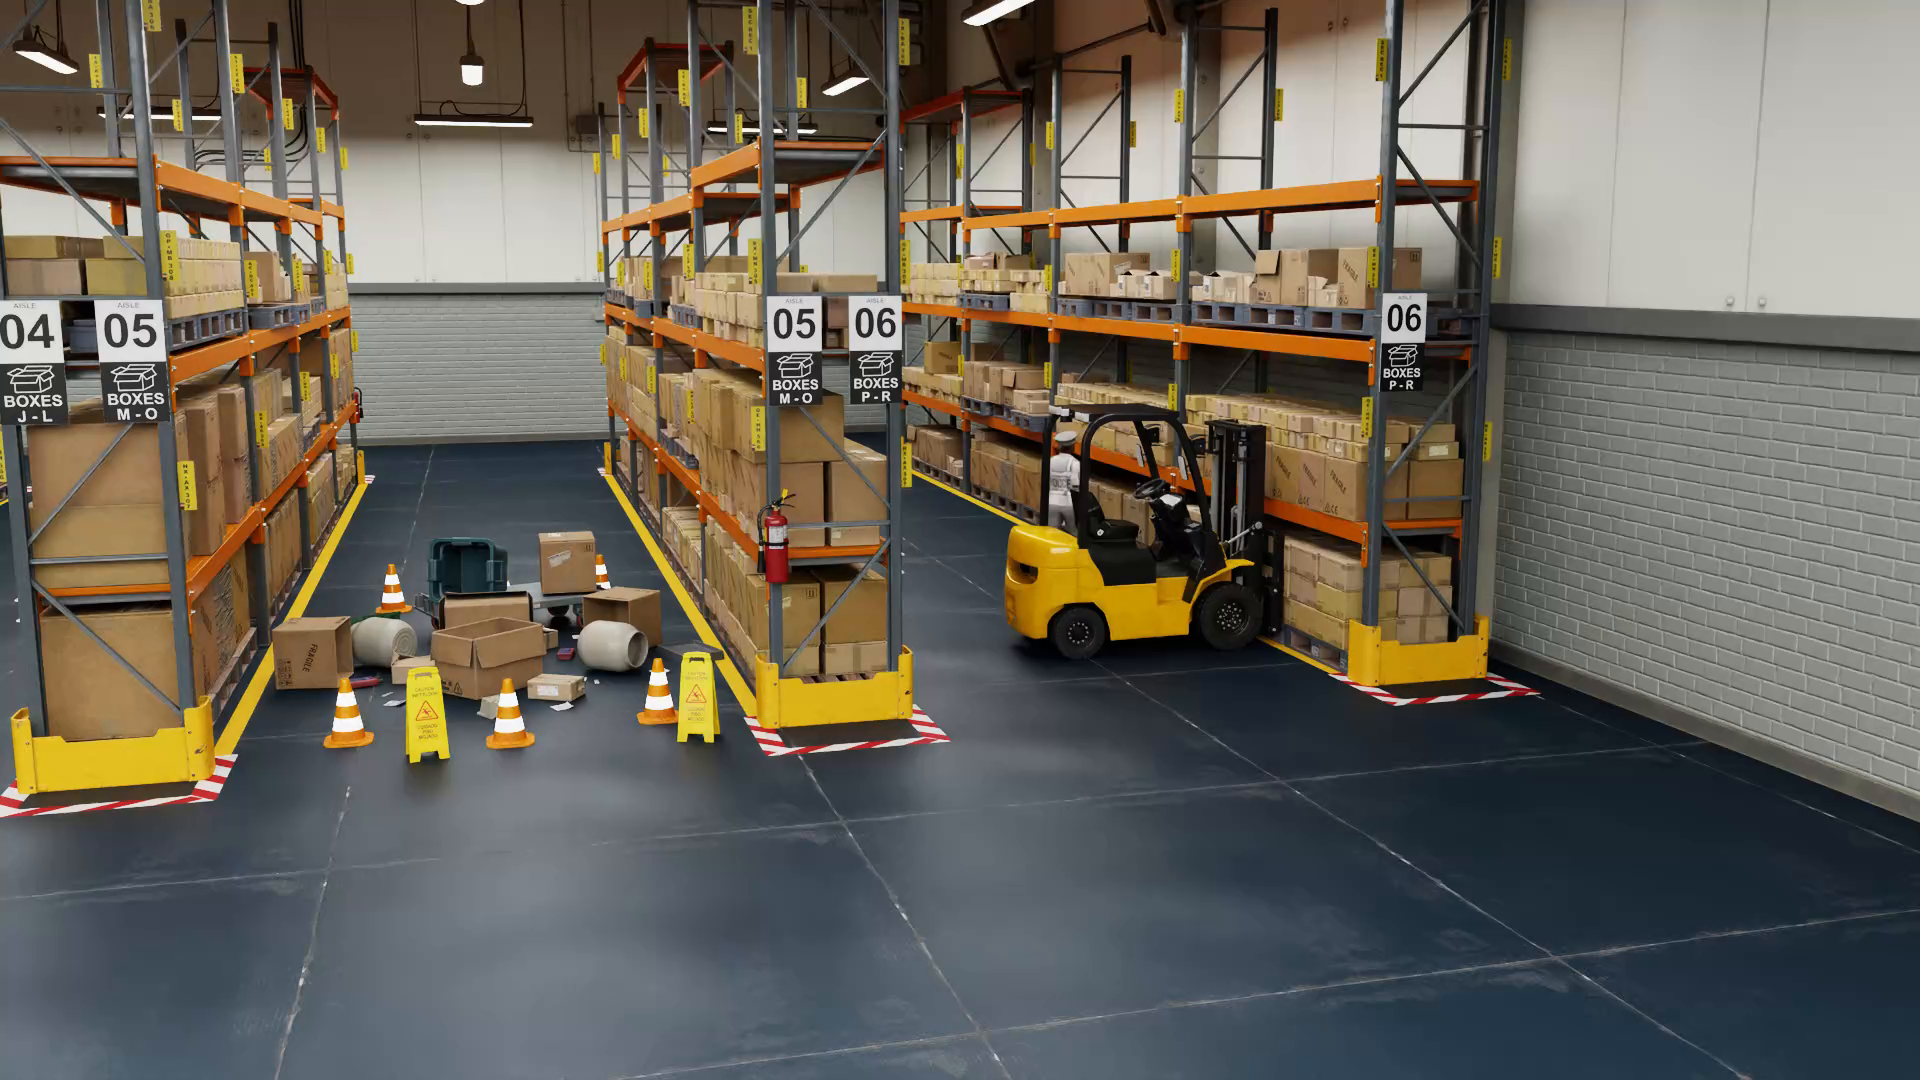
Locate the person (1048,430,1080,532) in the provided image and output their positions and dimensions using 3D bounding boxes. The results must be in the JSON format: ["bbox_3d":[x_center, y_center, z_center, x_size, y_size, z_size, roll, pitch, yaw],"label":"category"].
[{"bbox_3d":[1.090,-0.321,17.704,0.467,1.680,0.630,5,11,28],"label":"person"}]
